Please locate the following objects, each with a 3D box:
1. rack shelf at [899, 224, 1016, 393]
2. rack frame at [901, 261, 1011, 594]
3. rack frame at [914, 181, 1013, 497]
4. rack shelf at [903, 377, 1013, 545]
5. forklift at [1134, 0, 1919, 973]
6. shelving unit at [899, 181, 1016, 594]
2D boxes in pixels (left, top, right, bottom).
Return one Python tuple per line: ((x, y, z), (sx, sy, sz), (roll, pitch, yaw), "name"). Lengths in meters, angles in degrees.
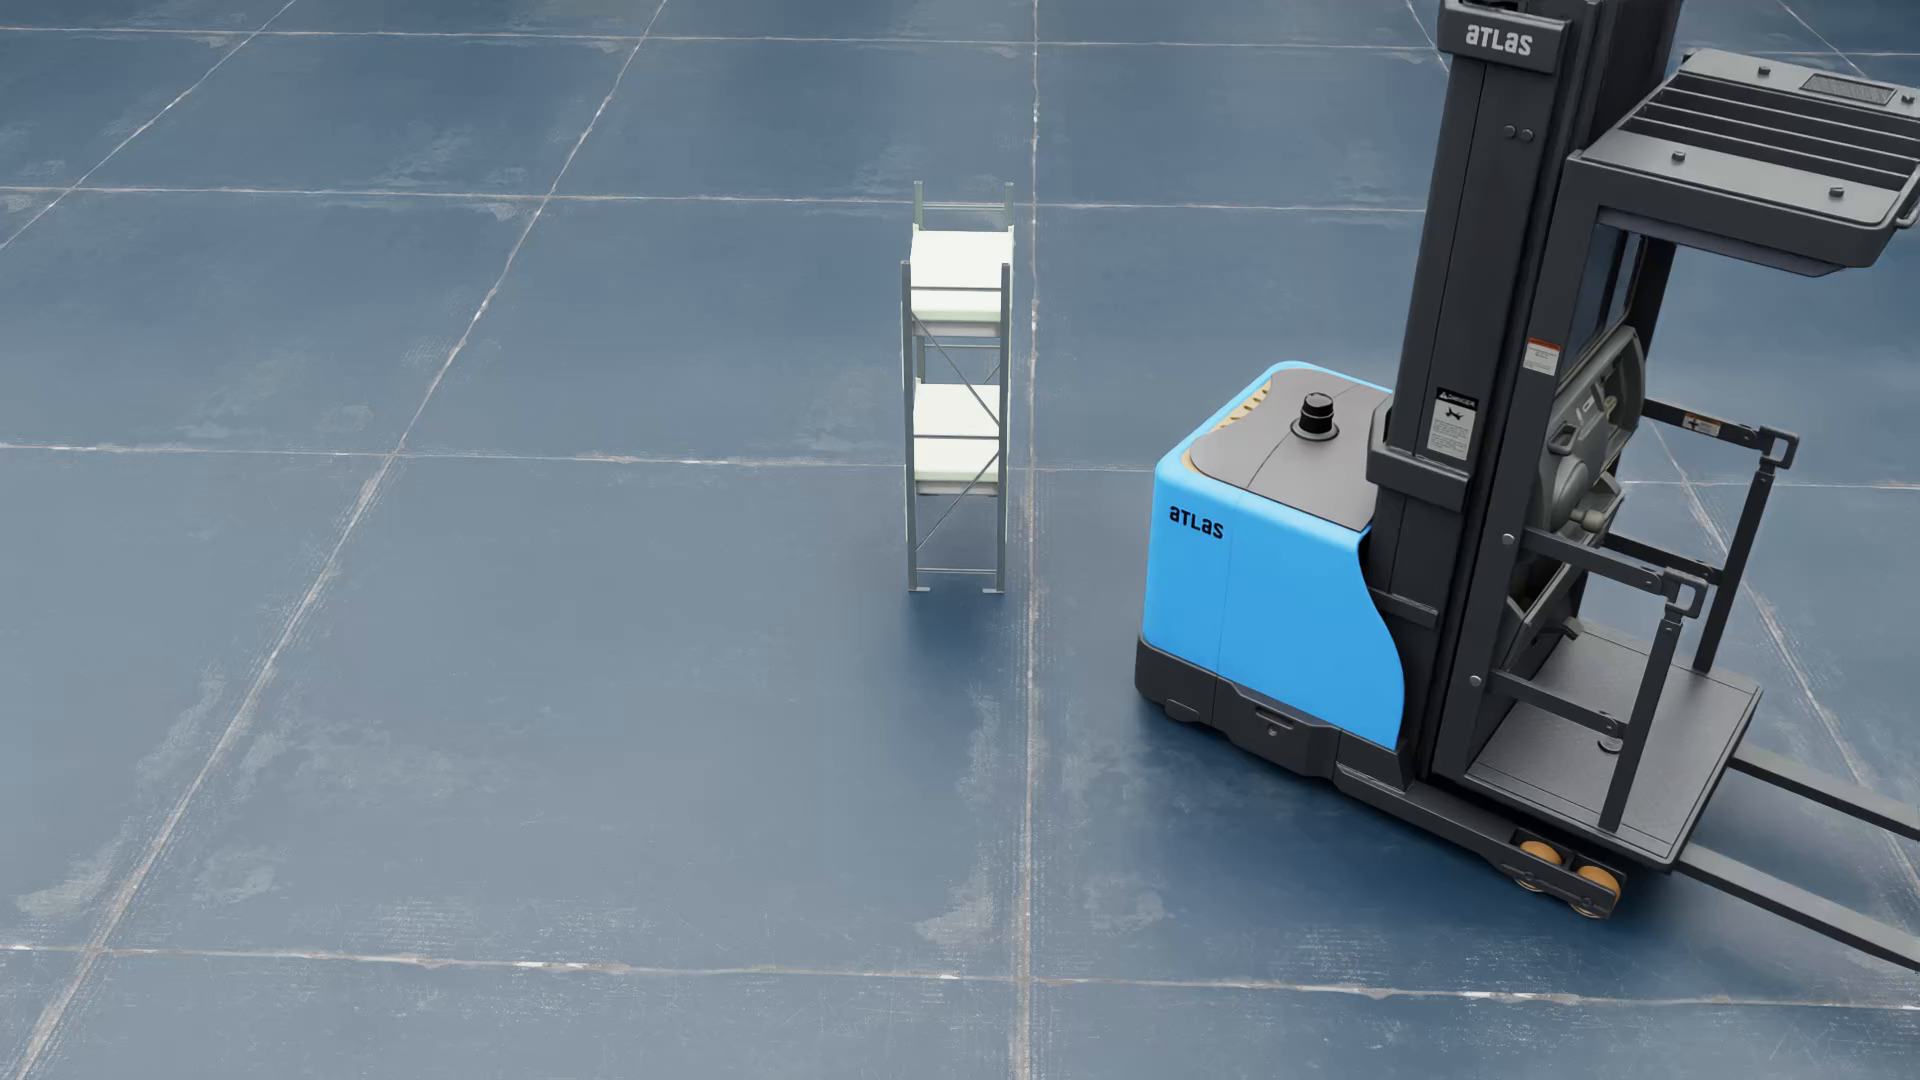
((0.000, -0.929, 6.589), (0.431, 0.370, 0.720), (1, 35, 2), "rack shelf")
((-0.015, -0.399, 6.514), (0.400, 1.500, 0.023), (1, 35, 2), "rack frame")
((0.014, -0.820, 7.113), (0.400, 1.500, 0.023), (1, 35, 2), "rack frame")
((0.000, -0.343, 7.001), (0.431, 0.370, 0.720), (1, 35, 2), "rack shelf")
((2.153, -0.305, 5.135), (3.031, 2.935, 1.130), (23, 41, 29), "forklift")
((0.000, -0.610, 6.813), (0.431, 1.500, 0.755), (1, 35, 2), "shelving unit")
